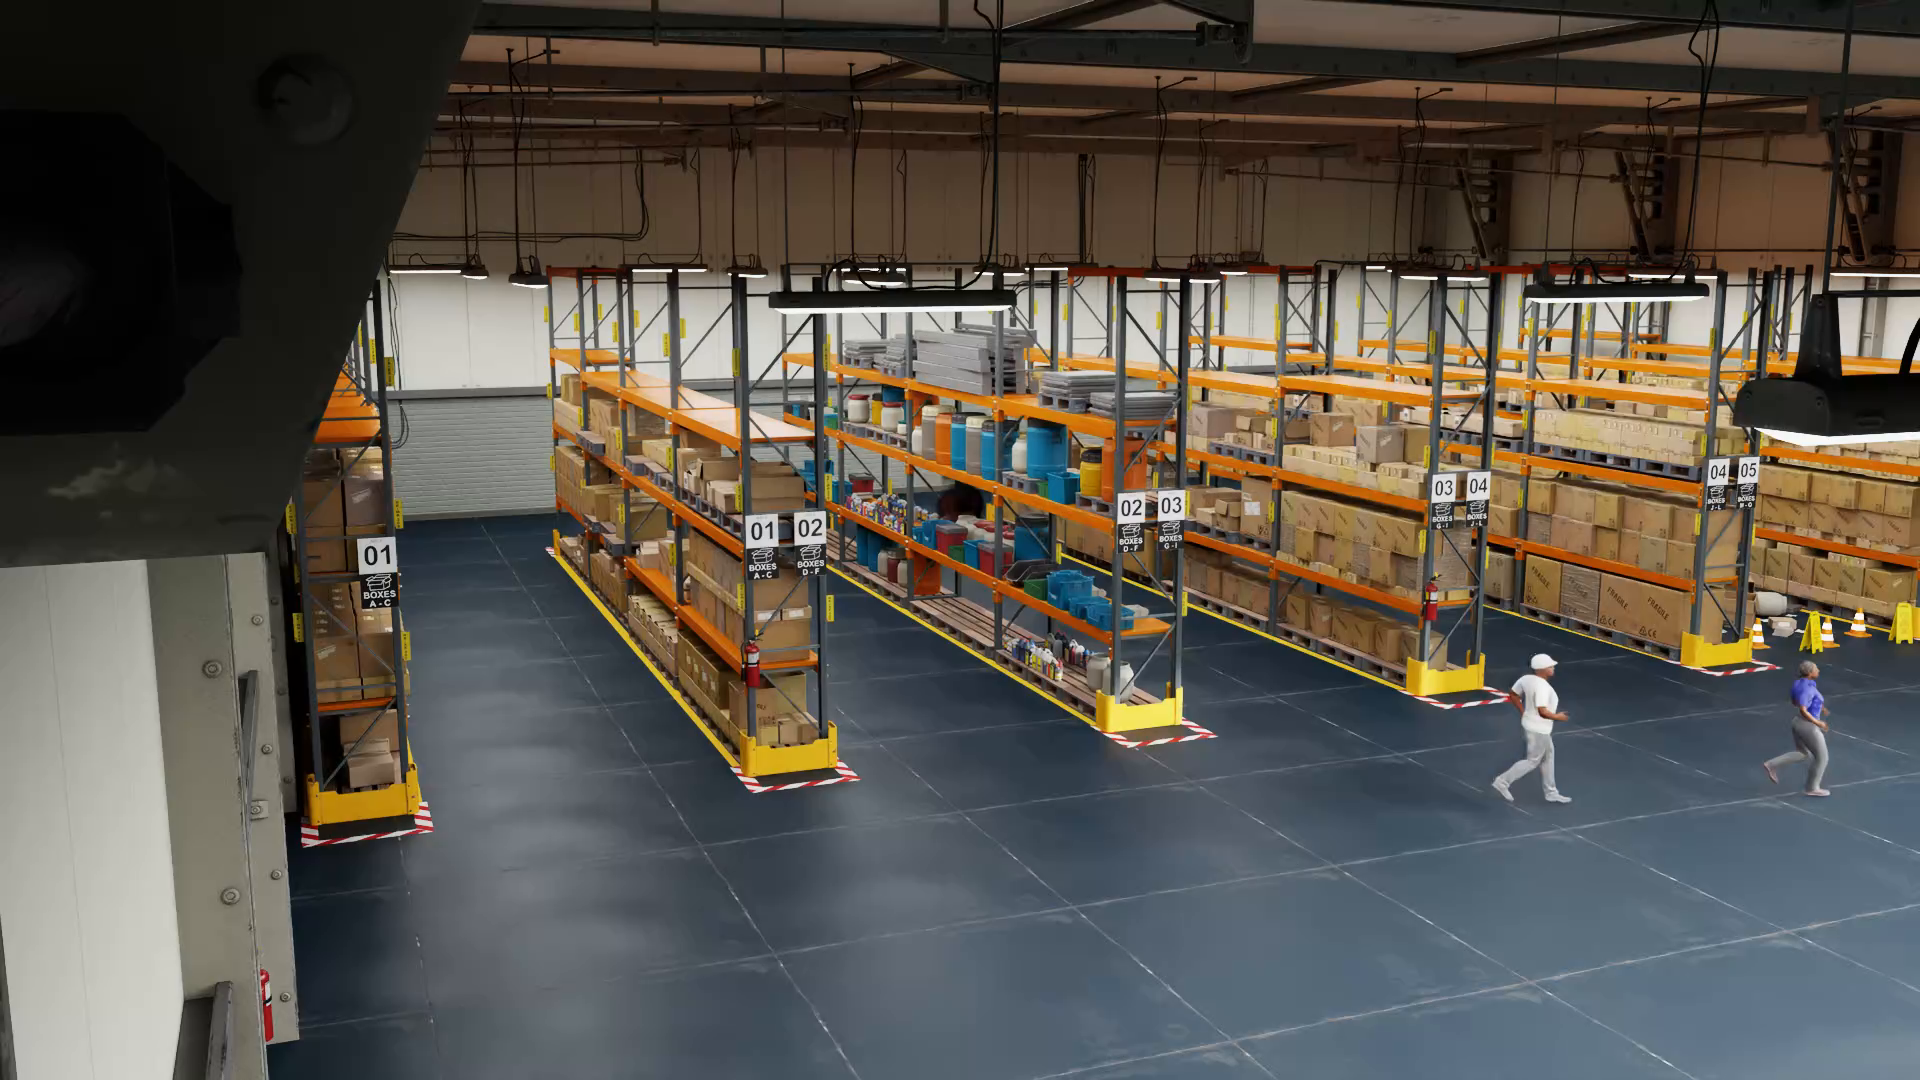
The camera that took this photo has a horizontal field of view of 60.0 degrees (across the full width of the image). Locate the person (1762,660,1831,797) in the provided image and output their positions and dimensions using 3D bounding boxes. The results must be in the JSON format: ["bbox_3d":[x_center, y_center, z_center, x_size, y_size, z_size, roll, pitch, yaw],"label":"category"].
[{"bbox_3d":[9.836,2.194,19.415,0.739,1.613,0.584,1,10,7],"label":"person"}]

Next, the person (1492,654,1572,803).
[{"bbox_3d":[6.602,2.172,19.059,0.932,1.763,0.699,1,10,6],"label":"person"}]

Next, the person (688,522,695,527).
[{"bbox_3d":[-5.289,-0.268,33.732,0.571,1.567,0.504,-6,12,-31],"label":"person"}]
